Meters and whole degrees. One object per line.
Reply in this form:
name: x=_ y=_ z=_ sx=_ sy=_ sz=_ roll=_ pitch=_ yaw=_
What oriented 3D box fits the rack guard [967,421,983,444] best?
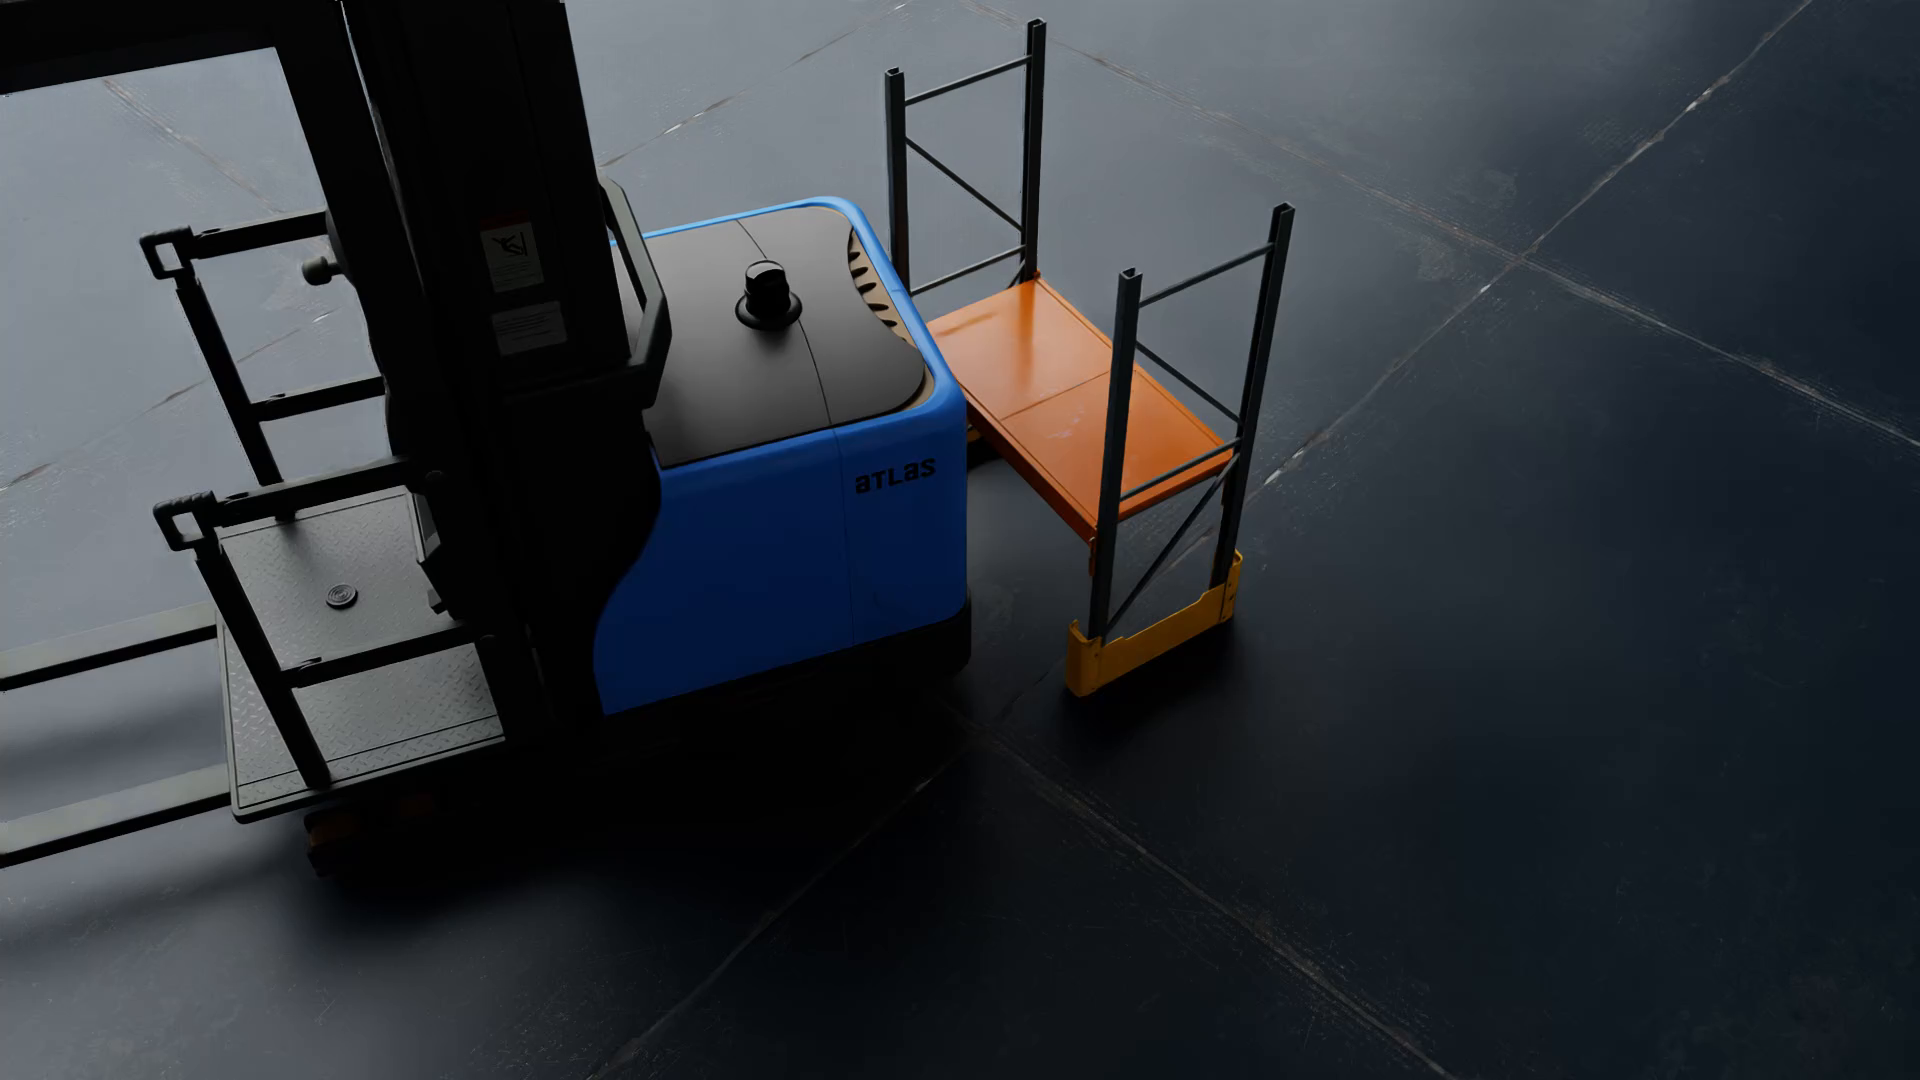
rack guard: x=0.019 y=-0.373 z=5.429 sx=0.587 sy=0.250 sz=0.087 roll=-26 pitch=52 yaw=-22

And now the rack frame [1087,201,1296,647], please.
rack frame: x=0.577 y=-0.182 z=4.392 sx=0.500 sy=1.500 sz=0.032 roll=-26 pitch=52 yaw=-22

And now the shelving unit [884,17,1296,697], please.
shelving unit: x=0.293 y=-0.497 z=4.688 sx=0.587 sy=1.500 sz=1.083 roll=-26 pitch=52 yaw=-22

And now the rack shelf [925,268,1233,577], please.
rack shelf: x=0.298 y=-0.369 z=4.814 sx=0.538 sy=0.185 sz=1.000 roll=-26 pitch=52 yaw=-22

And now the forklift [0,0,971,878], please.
forklift: x=-1.540 y=-0.561 z=3.766 sx=3.031 sy=2.935 sz=1.130 roll=-15 pitch=49 yaw=-14

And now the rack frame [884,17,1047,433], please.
rack frame: x=0.018 y=-0.802 z=4.974 sx=0.500 sy=1.500 sz=0.032 roll=-26 pitch=52 yaw=-22

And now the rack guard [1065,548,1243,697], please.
rack guard: x=0.566 y=0.234 z=4.859 sx=0.587 sy=0.250 sz=0.087 roll=-26 pitch=52 yaw=-22
